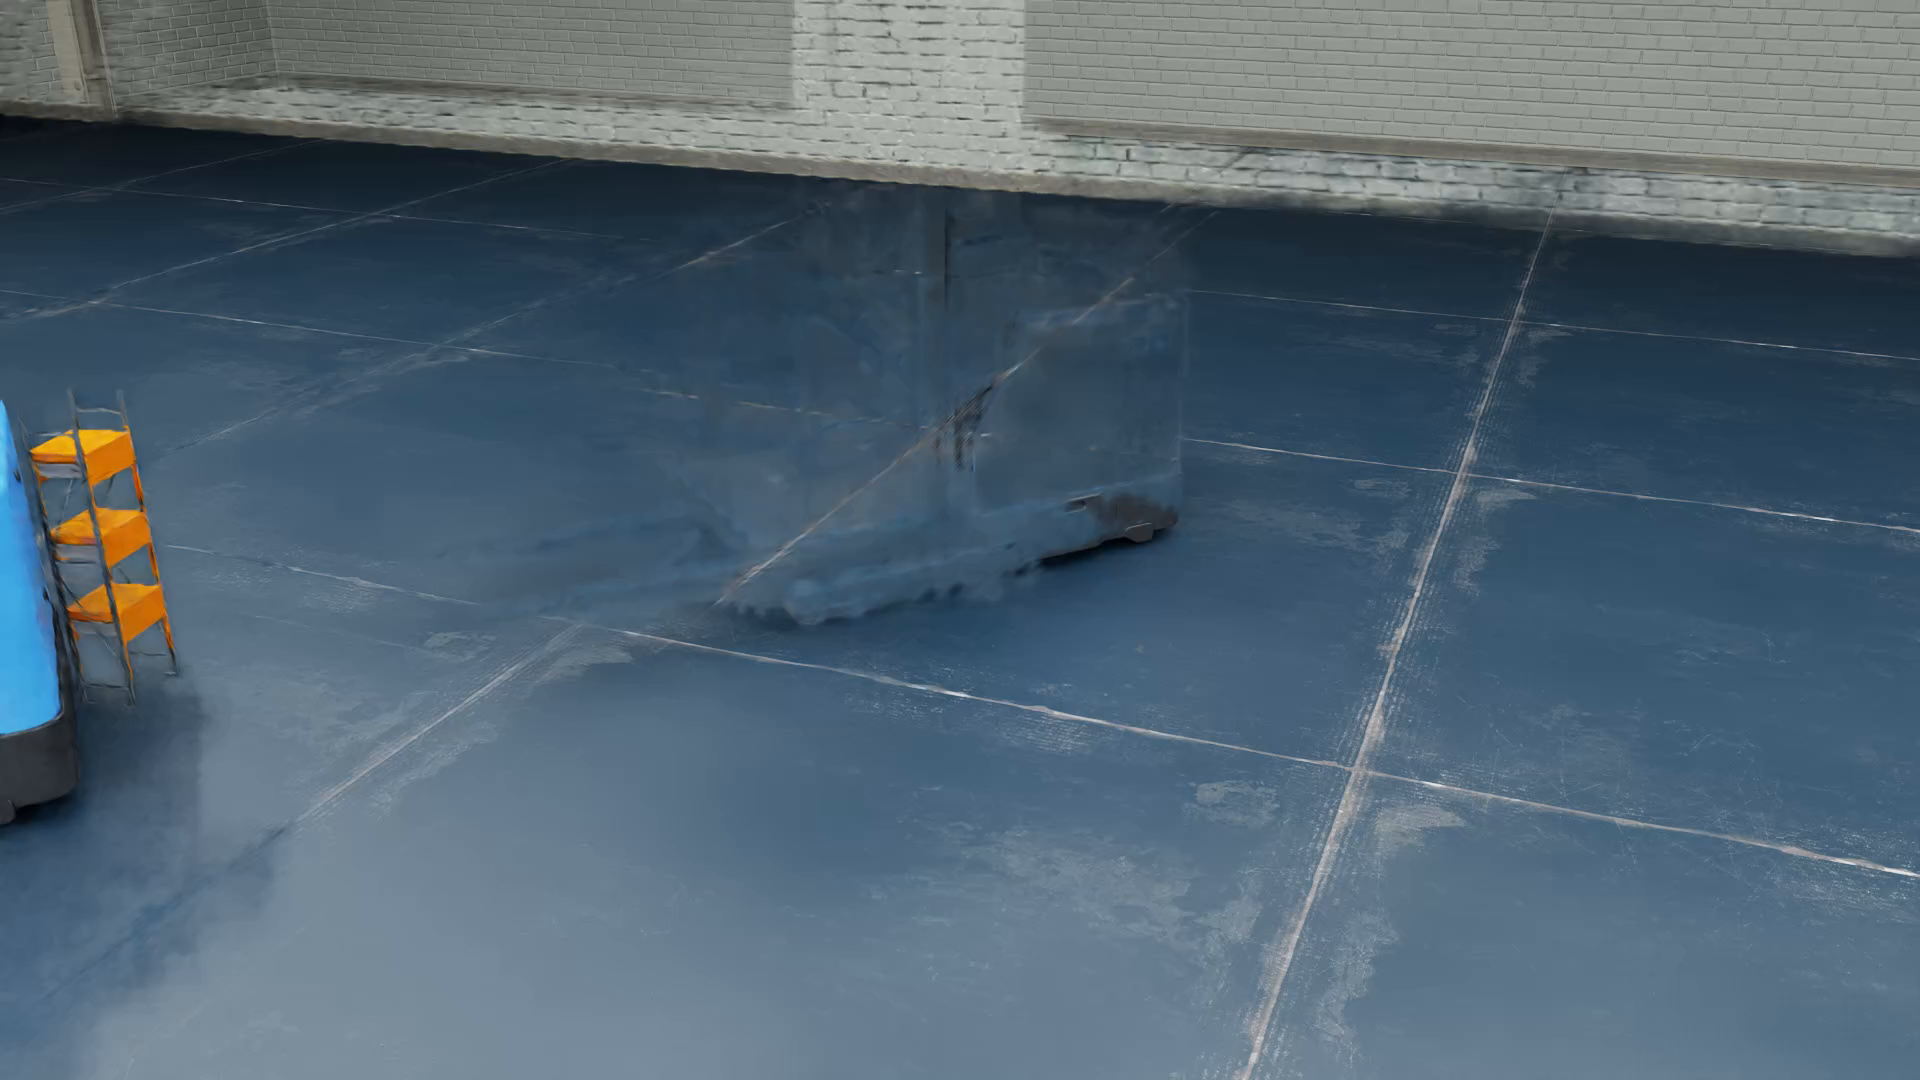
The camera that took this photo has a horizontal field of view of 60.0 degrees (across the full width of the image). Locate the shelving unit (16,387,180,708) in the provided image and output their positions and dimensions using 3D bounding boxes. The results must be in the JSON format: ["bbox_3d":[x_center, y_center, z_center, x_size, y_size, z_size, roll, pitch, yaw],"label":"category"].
[{"bbox_3d":[0.754,-0.802,7.809,0.215,1.050,0.252,4,23,8],"label":"shelving unit"}]

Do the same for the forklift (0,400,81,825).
[{"bbox_3d":[-0.590,-1.258,6.460,3.031,2.935,1.130,-12,25,-26],"label":"forklift"}]

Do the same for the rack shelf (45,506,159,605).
[{"bbox_3d":[0.754,-0.793,7.813,0.215,0.259,0.240,4,23,8],"label":"rack shelf"}]

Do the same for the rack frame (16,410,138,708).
[{"bbox_3d":[0.735,-0.756,7.698,0.200,1.050,0.008,4,23,8],"label":"rack frame"}]

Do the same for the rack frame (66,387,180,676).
[{"bbox_3d":[0.773,-0.849,7.920,0.200,1.050,0.008,4,23,8],"label":"rack frame"}]

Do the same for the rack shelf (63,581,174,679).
[{"bbox_3d":[0.754,-0.536,7.920,0.215,0.259,0.240,4,23,8],"label":"rack shelf"}]

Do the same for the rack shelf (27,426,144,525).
[{"bbox_3d":[0.754,-1.054,7.704,0.215,0.259,0.240,4,23,8],"label":"rack shelf"}]
